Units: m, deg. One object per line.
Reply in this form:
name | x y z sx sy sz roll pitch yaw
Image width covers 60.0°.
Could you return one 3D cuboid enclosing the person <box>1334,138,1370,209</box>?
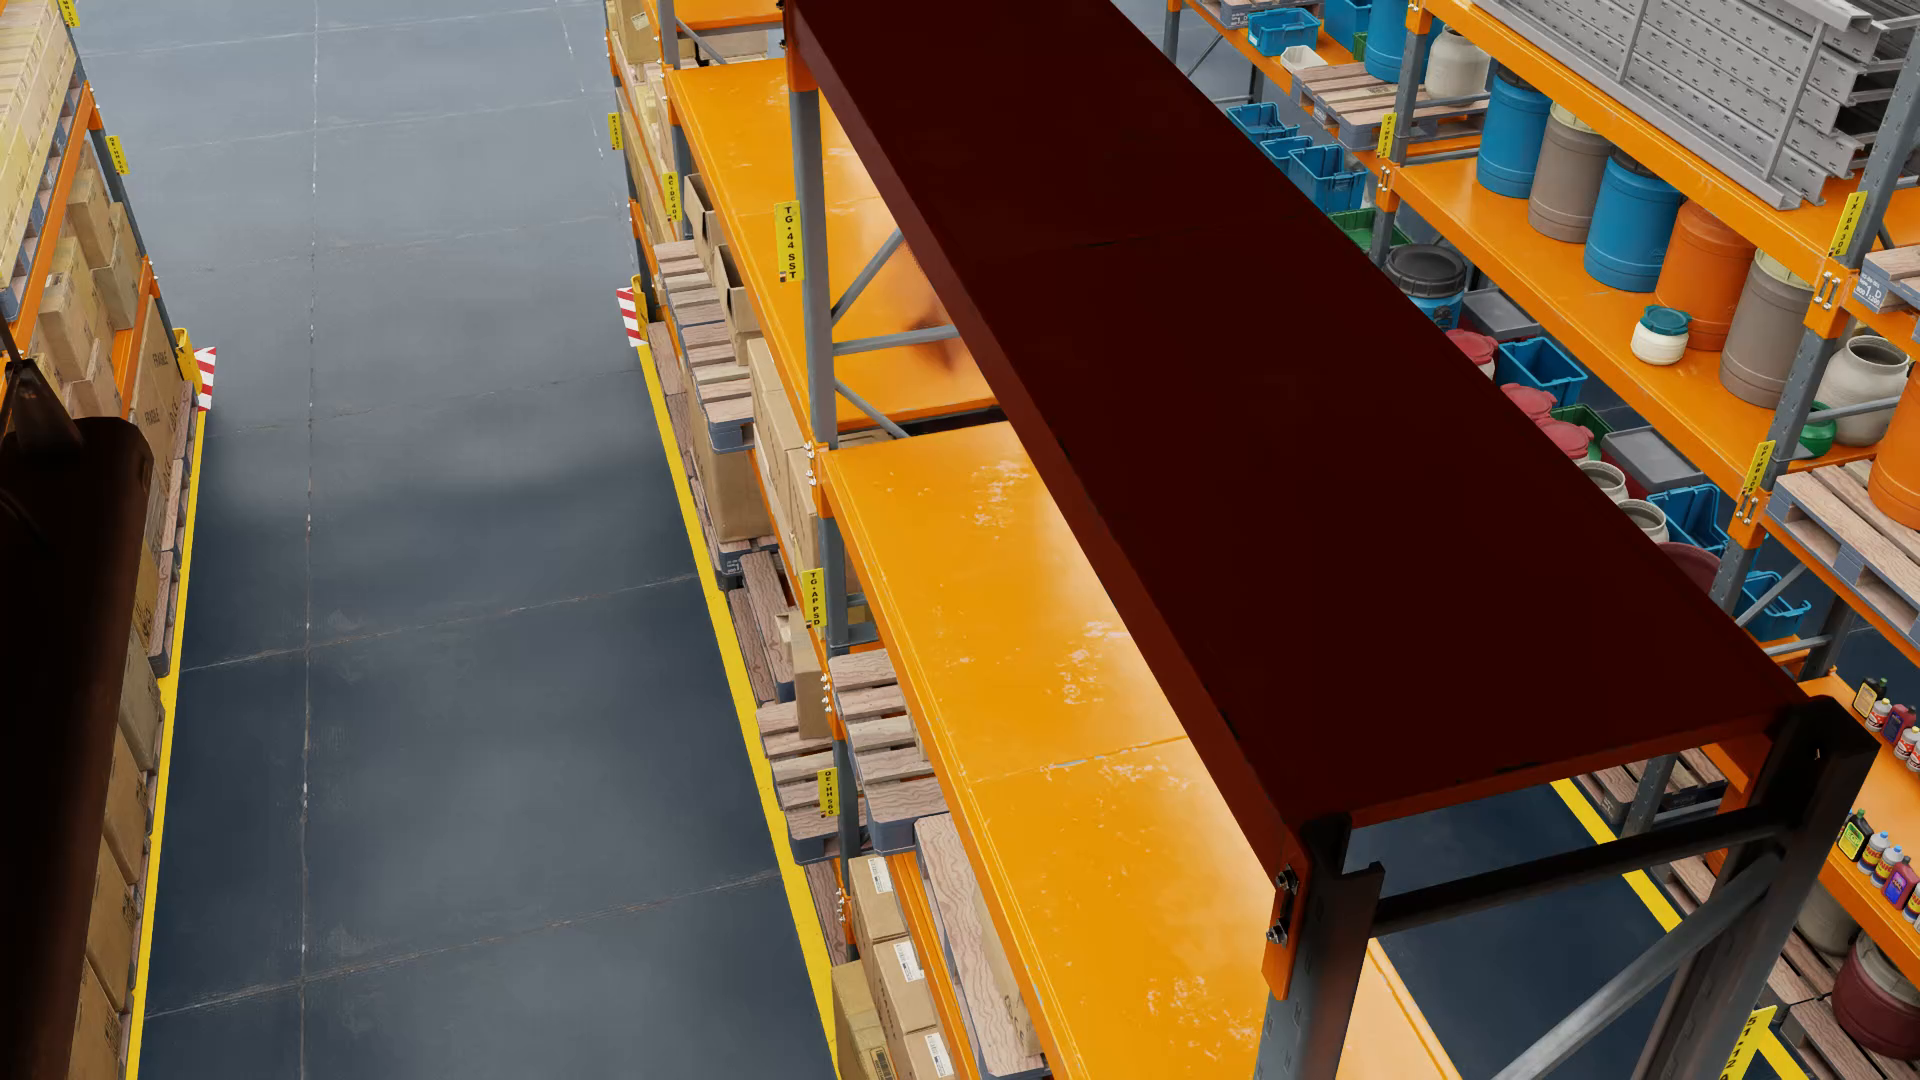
person | 3.808 -3.812 16.318 0.624 1.610 0.562 -16 41 -19
